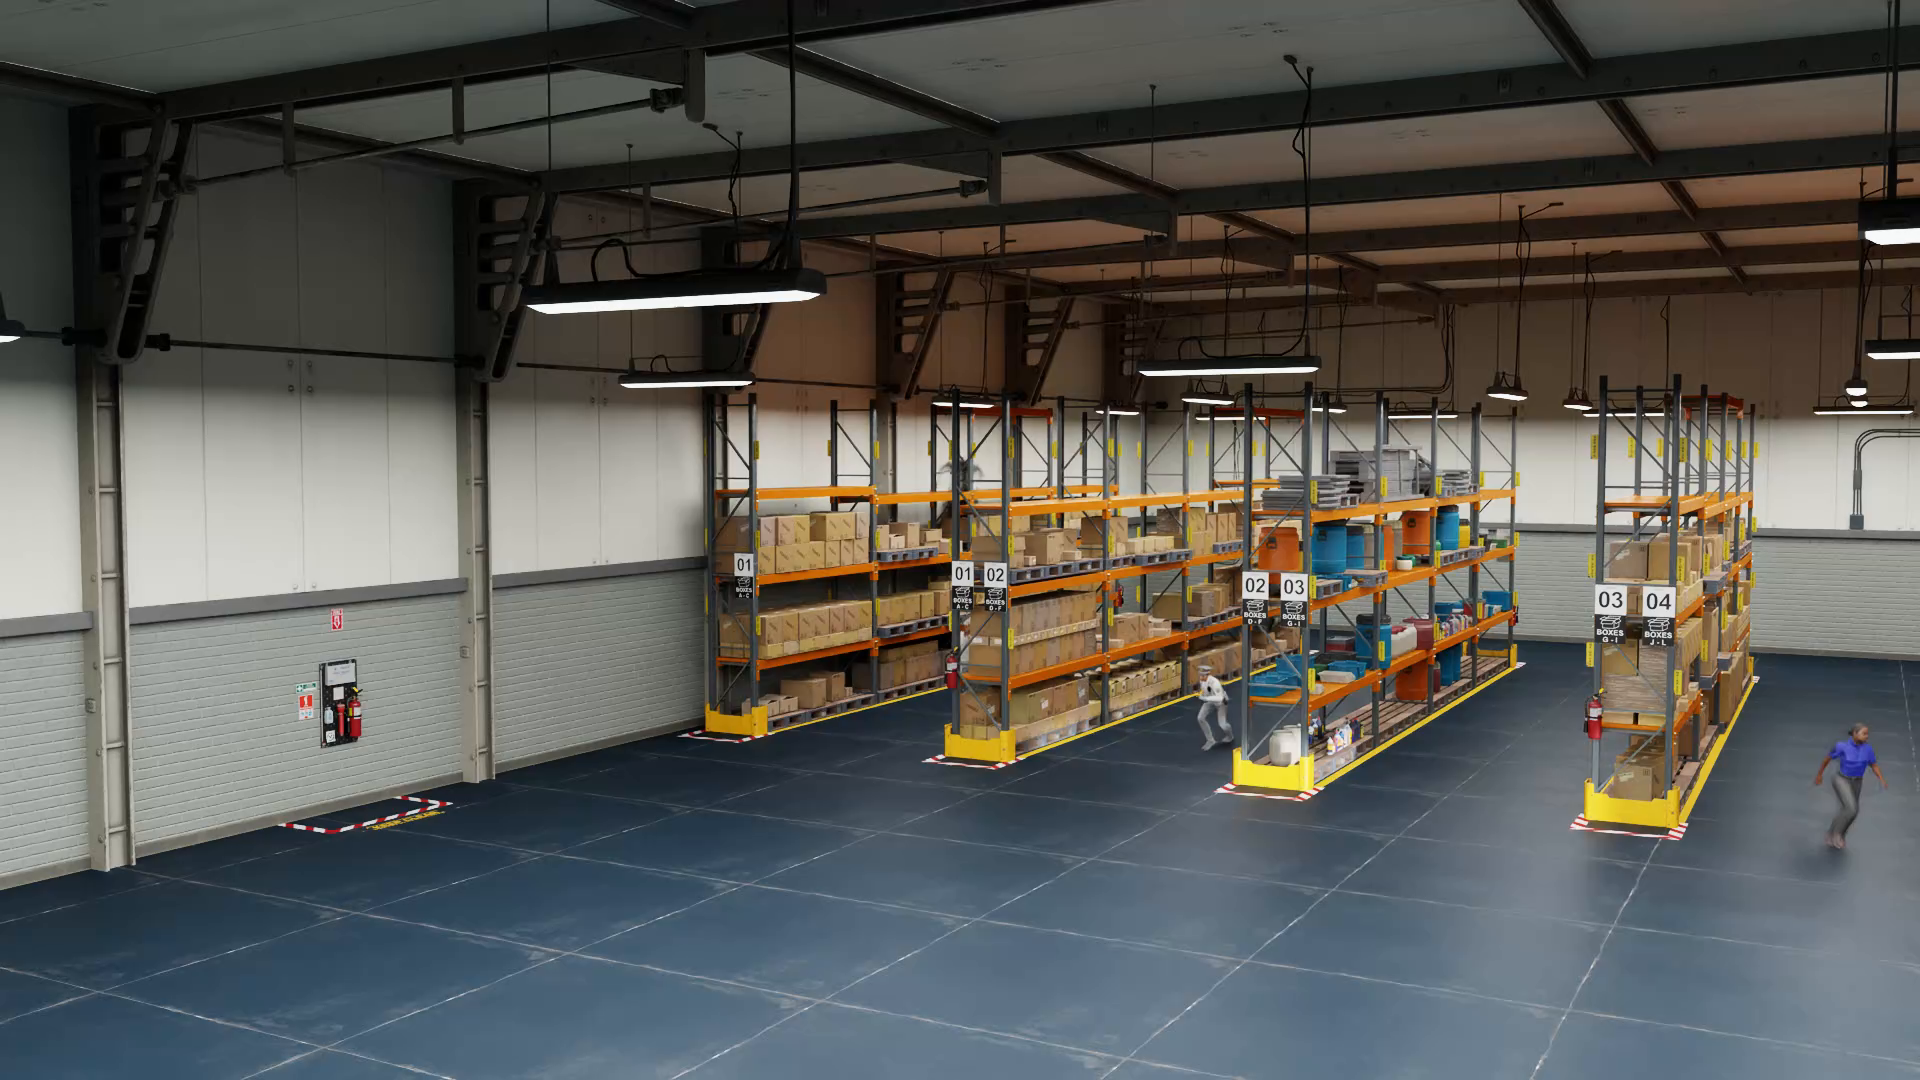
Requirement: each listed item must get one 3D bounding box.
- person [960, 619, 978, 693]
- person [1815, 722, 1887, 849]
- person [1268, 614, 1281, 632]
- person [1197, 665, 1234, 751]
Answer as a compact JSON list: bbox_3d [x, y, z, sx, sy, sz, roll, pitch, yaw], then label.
[{"bbox_3d":[0.167,2.375,32.333,0.683,1.719,0.807,1,3,25],"label":"person"},{"bbox_3d":[11.157,3.068,20.755,0.534,1.611,0.798,-1,3,-13],"label":"person"},{"bbox_3d":[8.259,1.762,43.317,0.689,1.817,0.895,-1,3,-22],"label":"person"},{"bbox_3d":[4.317,2.791,27.862,1.097,1.451,0.593,-3,4,-44],"label":"person"}]
